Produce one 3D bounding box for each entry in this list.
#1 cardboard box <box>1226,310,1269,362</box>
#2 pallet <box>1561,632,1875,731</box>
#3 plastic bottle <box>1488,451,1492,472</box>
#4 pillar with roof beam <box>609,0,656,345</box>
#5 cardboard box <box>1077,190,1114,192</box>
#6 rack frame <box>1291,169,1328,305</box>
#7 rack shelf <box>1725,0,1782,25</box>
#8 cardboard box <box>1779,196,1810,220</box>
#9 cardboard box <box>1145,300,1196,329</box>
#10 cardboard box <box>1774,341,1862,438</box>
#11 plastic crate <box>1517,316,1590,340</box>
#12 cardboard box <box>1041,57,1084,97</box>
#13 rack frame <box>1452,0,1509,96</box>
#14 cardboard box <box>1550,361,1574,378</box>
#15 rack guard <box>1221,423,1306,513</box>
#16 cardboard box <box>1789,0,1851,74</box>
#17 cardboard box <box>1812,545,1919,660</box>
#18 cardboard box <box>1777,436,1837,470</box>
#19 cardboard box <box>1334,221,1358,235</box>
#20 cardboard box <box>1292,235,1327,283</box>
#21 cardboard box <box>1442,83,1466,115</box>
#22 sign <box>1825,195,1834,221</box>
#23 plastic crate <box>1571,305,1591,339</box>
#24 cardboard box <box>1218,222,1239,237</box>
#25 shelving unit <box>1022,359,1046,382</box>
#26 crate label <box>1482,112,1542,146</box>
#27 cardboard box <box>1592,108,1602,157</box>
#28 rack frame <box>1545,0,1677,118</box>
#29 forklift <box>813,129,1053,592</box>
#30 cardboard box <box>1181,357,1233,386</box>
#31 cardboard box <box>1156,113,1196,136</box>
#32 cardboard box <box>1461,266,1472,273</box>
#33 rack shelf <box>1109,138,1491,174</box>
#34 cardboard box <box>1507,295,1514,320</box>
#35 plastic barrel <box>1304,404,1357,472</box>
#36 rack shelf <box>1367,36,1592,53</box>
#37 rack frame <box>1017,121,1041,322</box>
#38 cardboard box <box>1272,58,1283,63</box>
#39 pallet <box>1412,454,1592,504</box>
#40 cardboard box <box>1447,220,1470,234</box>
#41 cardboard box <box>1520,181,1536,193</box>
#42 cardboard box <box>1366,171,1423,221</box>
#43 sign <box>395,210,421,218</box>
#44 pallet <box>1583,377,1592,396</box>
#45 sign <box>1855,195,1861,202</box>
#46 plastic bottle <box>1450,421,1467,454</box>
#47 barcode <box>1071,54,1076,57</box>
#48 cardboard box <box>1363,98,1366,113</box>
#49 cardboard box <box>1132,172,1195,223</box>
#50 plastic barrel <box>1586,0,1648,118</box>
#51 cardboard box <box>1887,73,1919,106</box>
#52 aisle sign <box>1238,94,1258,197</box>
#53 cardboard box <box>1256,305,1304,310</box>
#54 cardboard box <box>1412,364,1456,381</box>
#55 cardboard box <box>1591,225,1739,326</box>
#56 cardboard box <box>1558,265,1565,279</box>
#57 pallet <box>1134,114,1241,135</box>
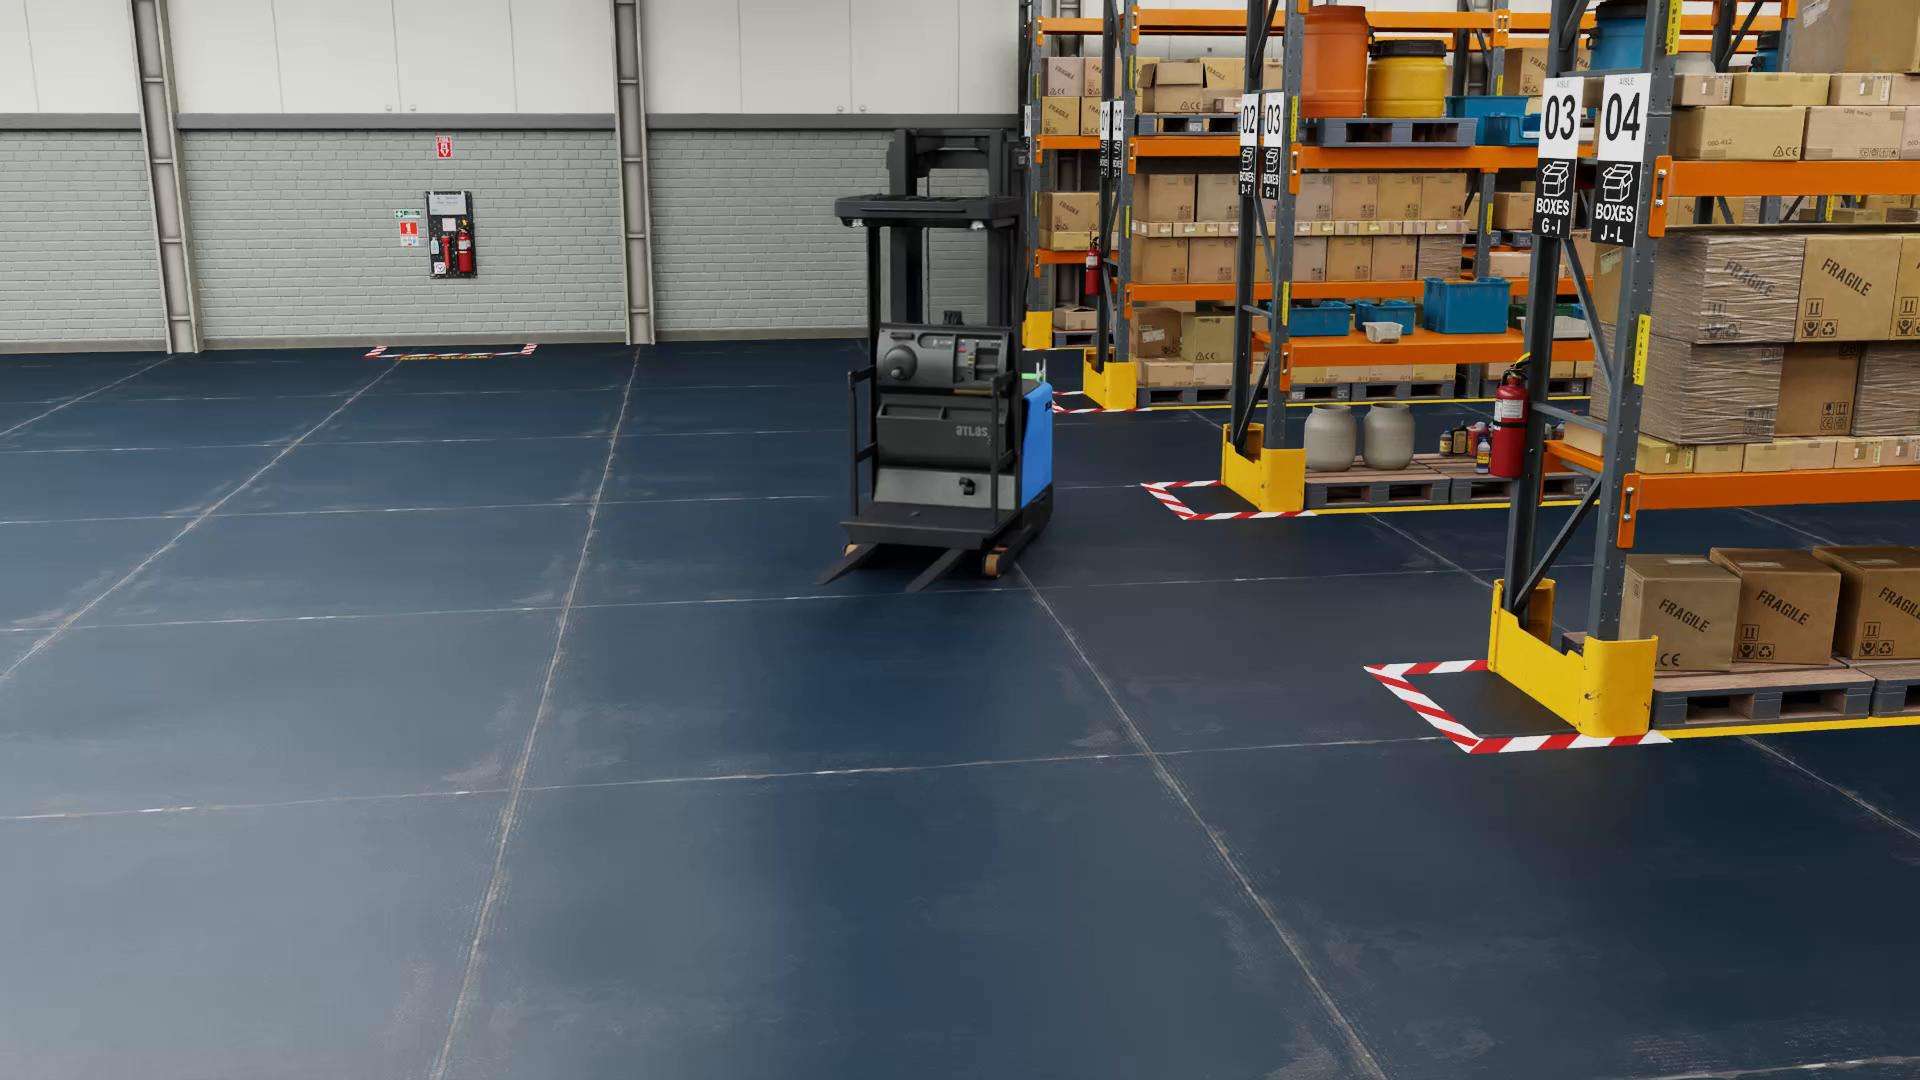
[{"bbox_3d":[3.218,-2.233,18.207,0.500,0.500,0.500,-2,14,-8],"label":"cardboard box"},{"bbox_3d":[4.024,0.718,8.923,1.213,0.211,1.003,-2,14,-8],"label":"pallet"},{"bbox_3d":[4.344,-0.652,13.505,0.097,0.201,0.097,0,14,0],"label":"plastic bottle"},{"bbox_3d":[-3.802,-6.075,17.947,0.400,9.000,9.100,-2,14,-8],"label":"pillar with roof beam"},{"bbox_3d":[1.860,-4.570,23.002,0.500,0.500,0.500,-2,14,-8],"label":"cardboard box"},{"bbox_3d":[4.882,-4.330,23.320,0.127,3.000,1.000,-2,14,-8],"label":"rack frame"},{"bbox_3d":[8.336,-4.386,13.513,4.000,0.370,1.077,-2,14,-8],"label":"rack shelf"},{"bbox_3d":[11.871,-4.724,24.034,0.500,0.500,0.500,-2,14,-8],"label":"cardboard box"},{"bbox_3d":[2.921,-3.224,23.147,0.500,0.500,0.700,-3,14,-12],"label":"cardboard box"},{"bbox_3d":[4.165,-0.864,8.682,0.500,0.500,0.875,-2,14,-8],"label":"cardboard box"},{"bbox_3d":[4.790,-1.699,13.373,0.437,0.136,0.530,-2,14,-8],"label":"plastic crate"},{"bbox_3d":[1.344,-6.139,22.064,0.500,0.500,0.500,-3,14,-12],"label":"cardboard box"},{"bbox_3d":[5.624,-6.048,17.840,0.127,3.000,1.000,-2,14,-8],"label":"rack frame"},{"bbox_3d":[6.565,-1.982,18.746,0.500,0.250,0.500,-2,14,-7],"label":"cardboard box"},{"bbox_3d":[2.471,-0.603,13.600,0.348,0.500,1.175,-2,14,-8],"label":"rack guard"},{"bbox_3d":[4.635,-2.618,8.482,0.500,0.500,0.500,-2,14,-8],"label":"cardboard box"},{"bbox_3d":[4.968,0.332,9.008,0.500,0.500,0.500,-1,14,-3],"label":"cardboard box"},{"bbox_3d":[4.201,-0.466,8.428,0.250,0.149,0.380,-2,14,-8],"label":"cardboard box"},{"bbox_3d":[4.131,-3.394,18.052,0.250,0.149,0.380,-2,14,-7],"label":"cardboard box"},{"bbox_3d":[3.662,-3.113,18.261,0.500,0.500,0.700,-2,14,-7],"label":"cardboard box"},{"bbox_3d":[6.654,-6.082,23.073,0.500,0.500,0.500,-3,14,-10],"label":"cardboard box"},{"bbox_3d":[9.665,-3.712,18.475,0.005,0.325,0.100,-2,14,-8],"label":"sign"},{"bbox_3d":[5.304,-1.769,13.416,0.616,0.251,0.499,-2,14,-8],"label":"plastic crate"},{"bbox_3d":[2.846,-3.347,17.860,0.250,0.149,0.380,-2,14,-9],"label":"cardboard box"},{"bbox_3d":[0.390,-0.812,12.993,0.503,1.200,0.258,4,15,15],"label":"shelving unit"},{"bbox_3d":[4.303,-3.173,12.847,0.408,0.251,0.502,-2,14,-8],"label":"crate label"},{"bbox_3d":[3.579,-2.071,8.456,0.500,0.250,0.500,-2,14,-7],"label":"cardboard box"},{"bbox_3d":[3.140,-3.520,7.760,0.127,3.000,1.000,-2,14,-8],"label":"rack frame"},{"bbox_3d":[-0.175,-1.270,11.261,1.130,2.935,3.031,4,15,15],"label":"forklift"},{"bbox_3d":[2.726,-1.848,18.215,0.500,0.250,0.500,-2,14,-8],"label":"cardboard box"},{"bbox_3d":[2.870,-5.705,22.391,0.500,0.500,0.500,-1,14,-5],"label":"cardboard box"},{"bbox_3d":[7.052,-3.775,23.802,0.500,0.250,0.500,-2,14,-9],"label":"cardboard box"},{"bbox_3d":[3.646,-4.172,18.003,4.000,0.370,1.077,-2,14,-8],"label":"rack shelf"},{"bbox_3d":[7.606,-3.446,24.032,0.500,0.500,0.700,-2,14,-8],"label":"cardboard box"},{"bbox_3d":[3.042,-0.841,13.660,0.421,0.512,0.421,0,14,0],"label":"plastic barrel"},{"bbox_3d":[6.860,-6.769,23.016,4.000,0.370,1.077,-2,14,-8],"label":"rack shelf"},{"bbox_3d":[0.927,-4.185,22.742,0.127,3.000,1.000,-2,14,-8],"label":"rack frame"},{"bbox_3d":[4.427,-6.245,22.487,0.500,0.500,0.500,-3,14,-13],"label":"cardboard box"},{"bbox_3d":[4.479,-0.535,13.921,1.213,0.211,1.003,-2,14,-8],"label":"pallet"},{"bbox_3d":[5.387,-3.440,18.234,0.250,0.149,0.380,-2,14,-8],"label":"cardboard box"},{"bbox_3d":[8.185,-5.016,23.614,0.250,0.149,0.380,-5,15,-18],"label":"cardboard box"},{"bbox_3d":[4.686,-3.780,18.255,0.500,0.500,0.700,-2,14,-8],"label":"cardboard box"},{"bbox_3d":[-7.449,-4.398,22.428,0.331,0.109,0.001,-2,14,-8],"label":"sign"},{"bbox_3d":[7.555,-1.867,19.232,1.213,0.211,1.003,-2,14,-8],"label":"pallet"},{"bbox_3d":[12.883,-5.013,23.826,0.005,0.325,0.100,-2,14,-8],"label":"sign"},{"bbox_3d":[4.266,-0.878,14.237,0.133,0.283,0.061,-2,14,-7],"label":"plastic bottle"},{"bbox_3d":[1.554,-6.610,22.753,0.075,0.075,0.001,-2,14,-8],"label":"barcode"},{"bbox_3d":[4.472,-4.634,17.731,0.250,0.149,0.380,-2,14,-8],"label":"cardboard box"},{"bbox_3d":[2.184,-3.687,17.884,0.500,0.500,0.700,-2,14,-8],"label":"cardboard box"},{"bbox_3d":[5.358,-3.838,13.300,0.708,0.901,0.600,-2,14,-8],"label":"plastic barrel"},{"bbox_3d":[4.470,-2.166,8.014,0.250,0.149,0.380,-2,14,-8],"label":"cardboard box"},{"bbox_3d":[2.287,-3.132,13.198,0.004,0.787,0.394,-2,14,-8],"label":"aisle sign"},{"bbox_3d":[3.636,-2.376,18.776,0.500,0.500,0.500,-2,14,-8],"label":"cardboard box"},{"bbox_3d":[5.198,-1.939,18.576,0.500,0.250,0.500,-2,14,-8],"label":"cardboard box"},{"bbox_3d":[3.647,-1.368,8.636,0.500,0.500,0.500,-2,14,-8],"label":"cardboard box"},{"bbox_3d":[6.530,-2.999,18.532,0.250,0.149,0.380,-2,14,-8],"label":"cardboard box"},{"bbox_3d":[2.371,-4.425,17.715,1.213,0.211,1.003,-2,14,-8],"label":"pallet"}]
